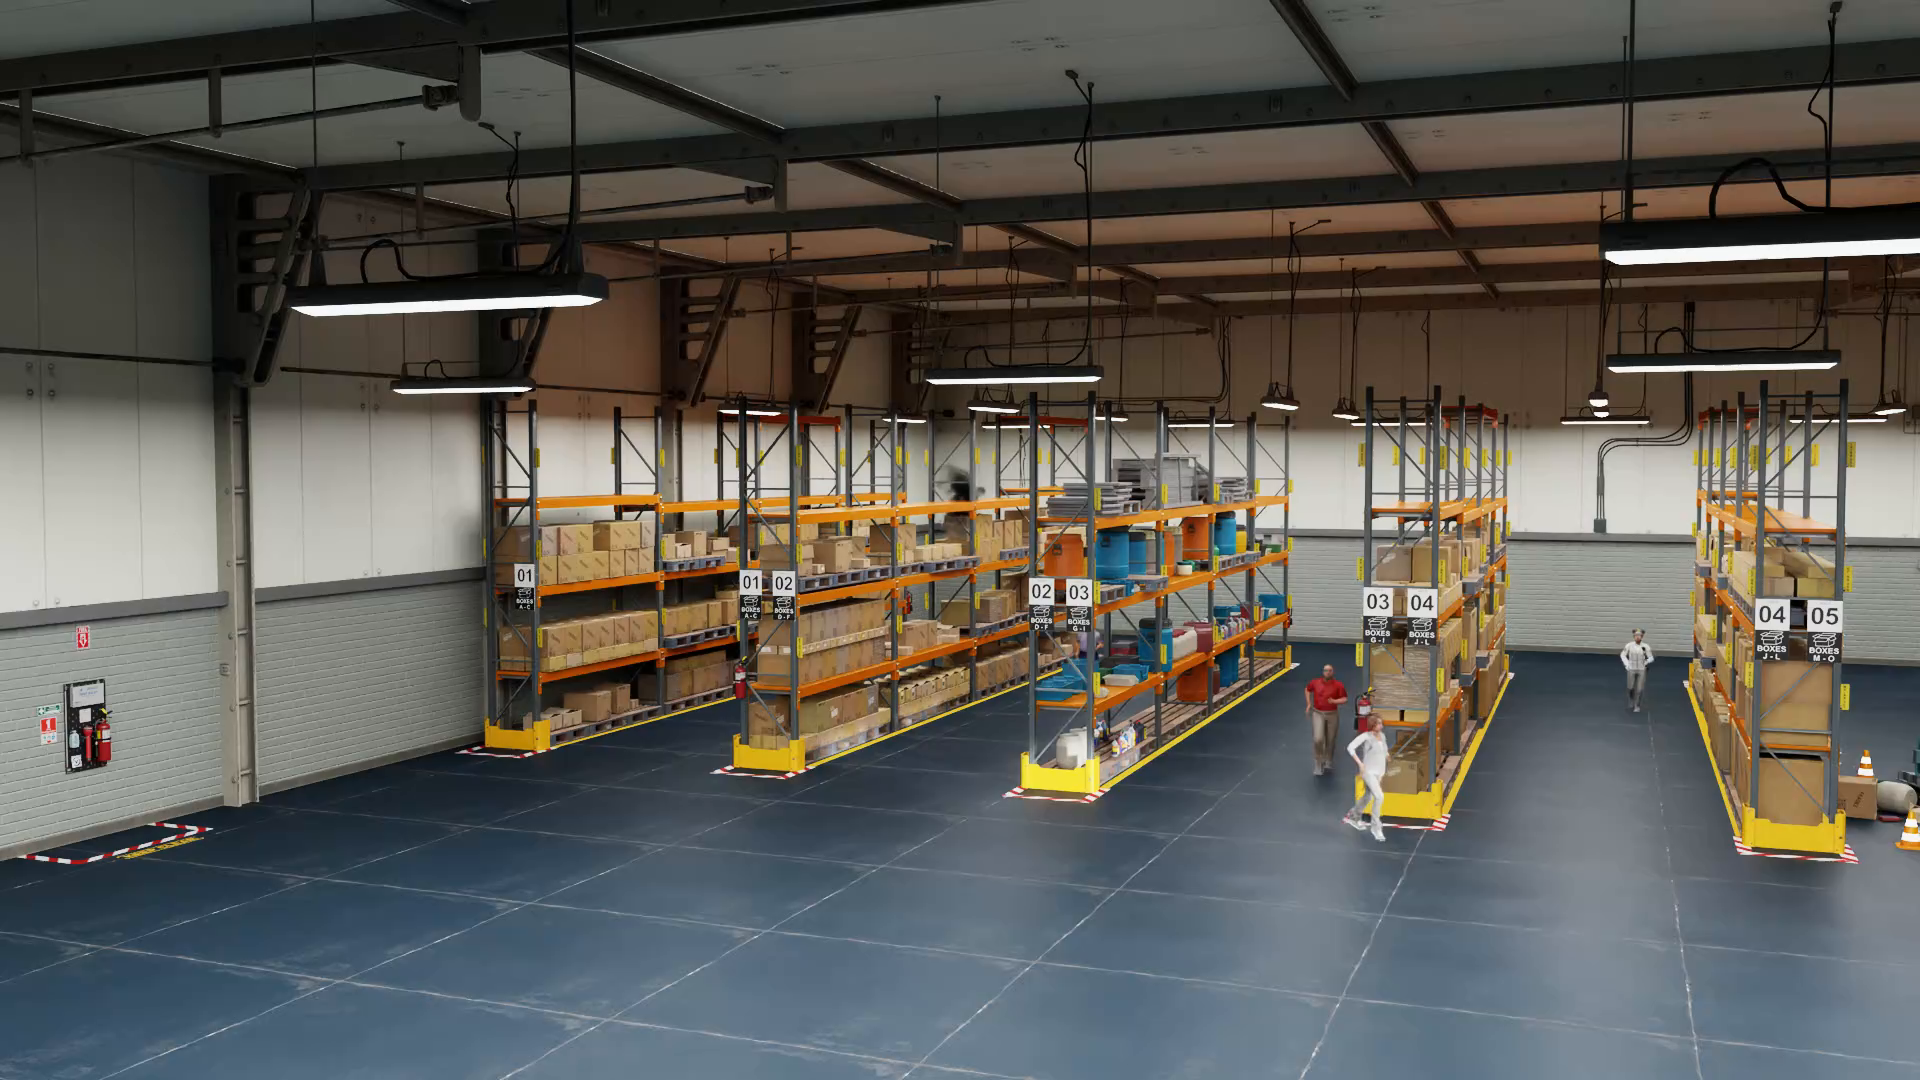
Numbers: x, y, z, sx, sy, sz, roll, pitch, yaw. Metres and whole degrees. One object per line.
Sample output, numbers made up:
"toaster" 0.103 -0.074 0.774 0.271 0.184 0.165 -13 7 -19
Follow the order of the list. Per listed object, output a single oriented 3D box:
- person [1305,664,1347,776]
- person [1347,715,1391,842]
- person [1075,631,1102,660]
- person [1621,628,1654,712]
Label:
"person" 5.799 2.852 26.332 0.645 1.780 0.707 0 3 10
"person" 5.411 3.119 21.945 0.530 1.645 0.677 -2 4 -40
"person" 2.690 2.469 34.947 0.593 1.606 0.574 0 3 8
"person" 13.276 2.559 32.612 0.607 1.654 0.533 1 3 22
